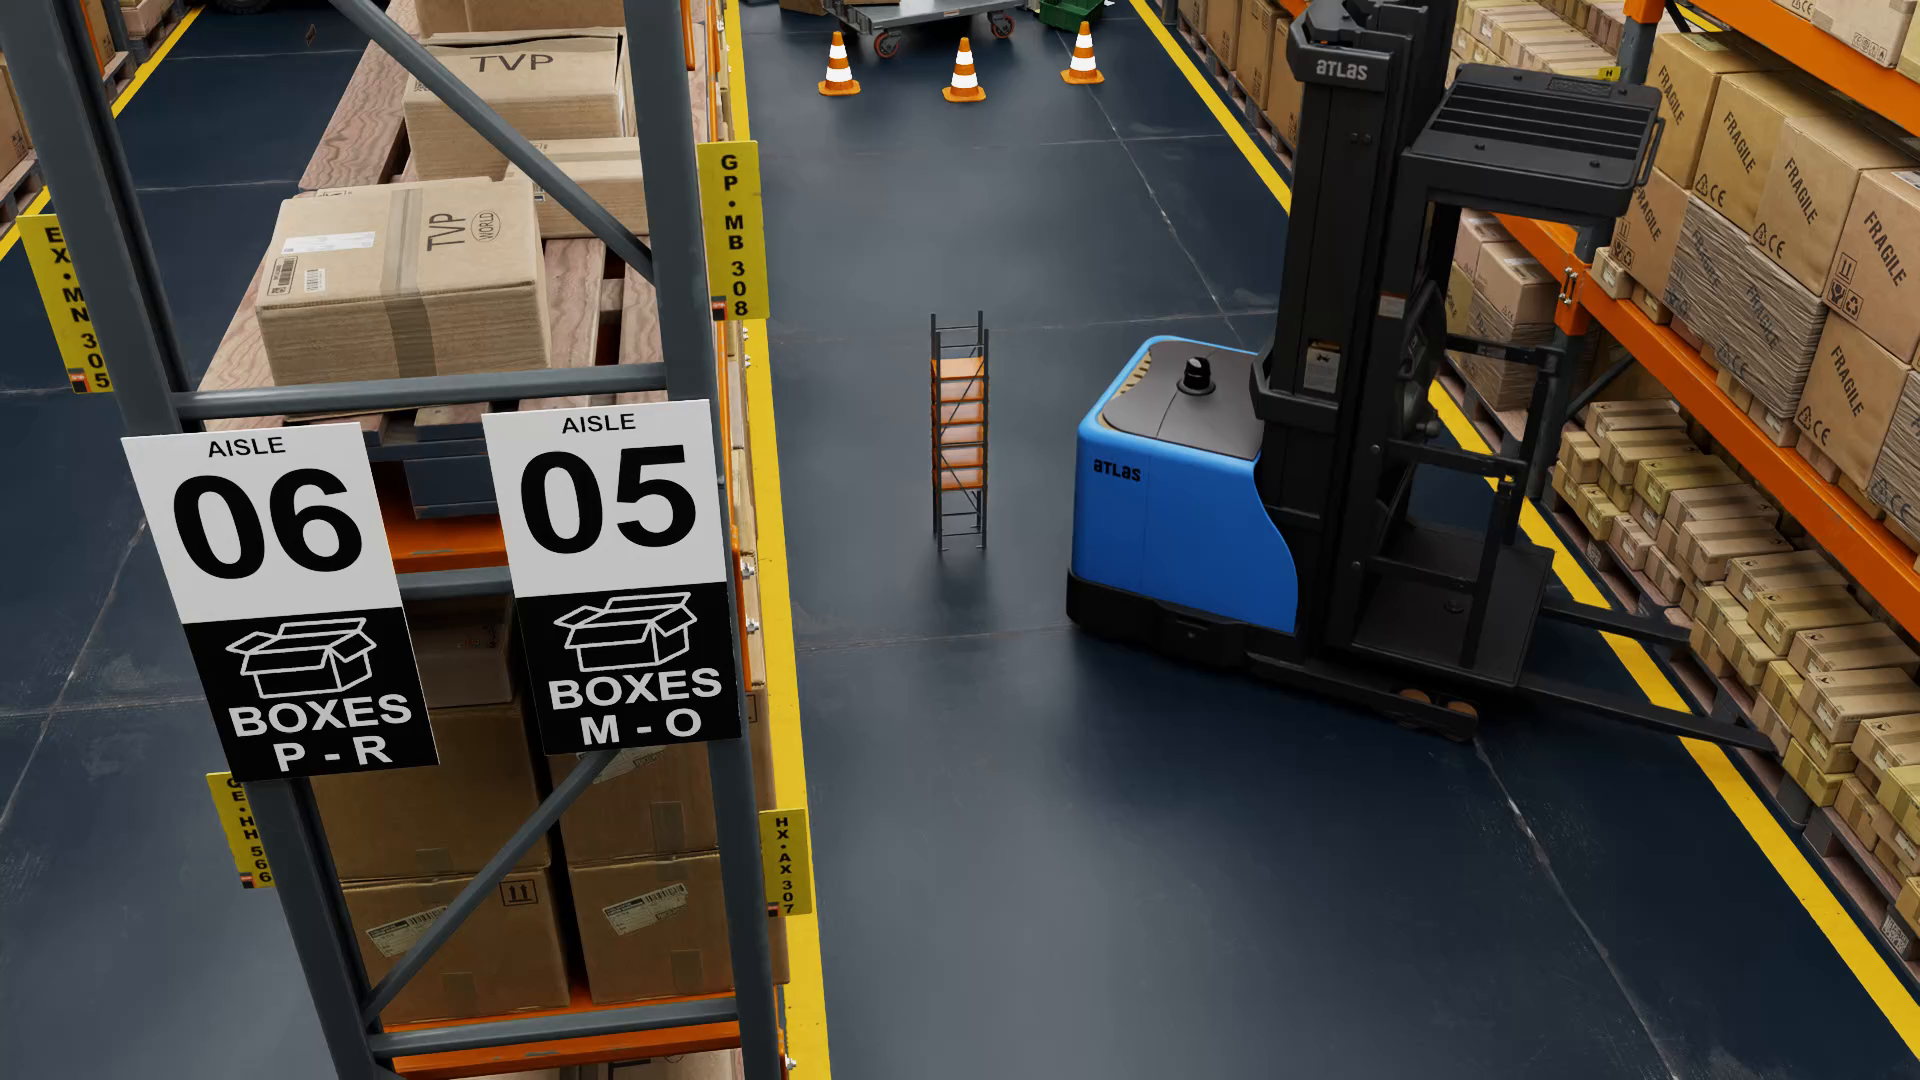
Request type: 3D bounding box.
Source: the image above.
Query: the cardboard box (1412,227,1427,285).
[{"bbox_3d":[2.934,-1.623,9.814,0.500,0.500,0.500,-5,35,-7],"label":"cardboard box"}]

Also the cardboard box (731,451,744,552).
[{"bbox_3d":[-0.737,-0.088,4.163,0.380,0.149,0.250,-3,34,-5],"label":"cardboard box"}]

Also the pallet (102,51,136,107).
[{"bbox_3d":[-7.331,-3.610,13.360,1.003,0.211,1.213,-4,35,-6],"label":"pallet"}]

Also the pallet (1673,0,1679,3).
[{"bbox_3d":[7.144,-5.519,16.161,1.003,0.211,1.213,-4,35,-6],"label":"pallet"}]

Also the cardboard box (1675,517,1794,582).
[{"bbox_3d":[3.330,0.039,7.160,0.380,0.149,0.250,-4,34,-5],"label":"cardboard box"}]

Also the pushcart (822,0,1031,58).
[{"bbox_3d":[-0.298,-4.665,14.761,1.648,0.377,0.936,-16,38,-23],"label":"pushcart"}]

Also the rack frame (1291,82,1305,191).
[{"bbox_3d":[2.879,-3.747,11.085,1.000,3.000,0.127,-4,35,-6],"label":"rack frame"}]

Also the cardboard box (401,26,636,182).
[{"bbox_3d":[-1.088,-1.109,4.167,0.500,0.311,0.500,-4,34,-6],"label":"cardboard box"}]

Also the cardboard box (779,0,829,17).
[{"bbox_3d":[-1.346,-5.217,15.460,0.500,0.500,0.500,20,39,26],"label":"cardboard box"}]

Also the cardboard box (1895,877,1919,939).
[{"bbox_3d":[3.543,1.308,5.826,0.380,0.149,0.250,-3,34,-5],"label":"cardboard box"}]

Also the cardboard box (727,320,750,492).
[{"bbox_3d":[-0.940,-0.449,5.268,0.500,0.500,0.500,-4,35,-6],"label":"cardboard box"}]

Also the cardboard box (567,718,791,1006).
[{"bbox_3d":[-0.717,0.817,4.299,0.500,0.500,0.500,-5,35,-7],"label":"cardboard box"}]

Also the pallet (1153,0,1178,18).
[{"bbox_3d":[2.316,-5.258,15.777,1.003,0.211,1.213,-4,35,-6],"label":"pallet"}]

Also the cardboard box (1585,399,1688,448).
[{"bbox_3d":[3.258,-0.549,8.022,0.380,0.149,0.250,-3,34,-4],"label":"cardboard box"}]

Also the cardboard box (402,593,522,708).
[{"bbox_3d":[-1.183,0.240,3.681,0.380,0.149,0.250,-4,34,-6],"label":"cardboard box"}]

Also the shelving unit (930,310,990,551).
[{"bbox_3d":[-0.002,-0.504,7.924,0.258,1.200,0.189,-4,35,-6],"label":"shelving unit"}]

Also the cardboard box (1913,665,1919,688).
[{"bbox_3d":[3.903,0.559,6.660,0.380,0.149,0.250,-3,34,-4],"label":"cardboard box"}]

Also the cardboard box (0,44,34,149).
[{"bbox_3d":[-7.187,-3.219,12.046,0.875,0.625,0.625,-6,35,-8],"label":"cardboard box"}]

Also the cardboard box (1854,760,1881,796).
[{"bbox_3d":[3.595,0.878,6.193,0.380,0.149,0.250,-5,35,-7],"label":"cardboard box"}]

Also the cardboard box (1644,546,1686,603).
[{"bbox_3d":[3.352,0.138,7.543,0.380,0.149,0.250,-5,35,-7],"label":"cardboard box"}]

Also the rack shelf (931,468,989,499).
[{"bbox_3d":[-0.002,-0.269,8.084,0.258,0.103,0.180,-4,35,-6],"label":"rack shelf"}]

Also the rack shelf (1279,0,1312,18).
[{"bbox_3d":[2.610,-4.566,12.926,1.077,0.370,4.000,-4,35,-6],"label":"rack shelf"}]

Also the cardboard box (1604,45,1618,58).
[{"bbox_3d":[3.674,-2.547,8.909,0.380,0.149,0.250,-3,34,-4],"label":"cardboard box"}]

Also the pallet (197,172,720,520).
[{"bbox_3d":[-1.047,-0.468,3.688,1.003,0.211,1.213,-4,35,-6],"label":"pallet"}]

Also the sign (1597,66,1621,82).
[{"bbox_3d":[2.868,-1.950,7.419,0.100,0.325,0.005,-4,35,-6],"label":"sign"}]

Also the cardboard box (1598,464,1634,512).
[{"bbox_3d":[3.272,-0.273,7.881,0.380,0.149,0.250,-4,34,-6],"label":"cardboard box"}]

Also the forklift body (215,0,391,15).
[{"bbox_3d":[-5.944,-6.132,15.338,2.313,2.155,1.214,-4,35,-6],"label":"forklift body"}]

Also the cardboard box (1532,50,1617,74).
[{"bbox_3d":[3.100,-2.334,8.334,0.380,0.149,0.250,-5,35,-8],"label":"cardboard box"}]

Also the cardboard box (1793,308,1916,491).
[{"bbox_3d":[3.441,-0.528,6.008,0.500,0.500,0.500,-3,34,-4],"label":"cardboard box"}]

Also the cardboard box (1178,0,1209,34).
[{"bbox_3d":[2.514,-4.884,14.378,1.050,0.750,0.750,-5,35,-7],"label":"cardboard box"}]

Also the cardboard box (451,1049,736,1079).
[{"bbox_3d":[-1.124,1.673,5.034,0.875,0.438,0.875,-5,35,-8],"label":"cardboard box"}]

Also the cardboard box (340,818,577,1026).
[{"bbox_3d":[-1.264,0.858,4.239,0.500,0.500,0.500,-4,34,-6],"label":"cardboard box"}]

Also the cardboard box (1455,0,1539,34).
[{"bbox_3d":[2.957,-2.918,9.190,0.380,0.149,0.250,-5,35,-7],"label":"cardboard box"}]

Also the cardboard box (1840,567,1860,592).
[{"bbox_3d":[3.971,0.144,7.005,0.380,0.149,0.250,-6,35,-8],"label":"cardboard box"}]

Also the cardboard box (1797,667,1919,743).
[{"bbox_3d":[3.432,0.625,6.300,0.380,0.149,0.250,-3,34,-5],"label":"cardboard box"}]

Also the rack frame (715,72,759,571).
[{"bbox_3d":[-1.474,-1.084,7.177,1.000,3.000,0.127,-4,35,-6],"label":"rack frame"}]

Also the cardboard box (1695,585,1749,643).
[{"bbox_3d":[3.358,0.312,7.023,0.380,0.149,0.250,-5,35,-7],"label":"cardboard box"}]

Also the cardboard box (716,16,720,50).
[{"bbox_3d":[-1.345,-2.088,7.673,0.500,0.500,0.500,-5,35,-7],"label":"cardboard box"}]

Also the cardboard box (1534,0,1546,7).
[{"bbox_3d":[3.537,-3.125,9.758,0.380,0.149,0.250,-5,35,-7],"label":"cardboard box"}]

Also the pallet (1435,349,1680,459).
[{"bbox_3d":[3.311,-0.797,9.233,1.003,0.211,1.213,-4,35,-6],"label":"pallet"}]

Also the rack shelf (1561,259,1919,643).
[{"bbox_3d":[3.686,-0.102,6.375,1.077,0.370,4.000,-4,35,-6],"label":"rack shelf"}]

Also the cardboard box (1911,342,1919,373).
[{"bbox_3d":[3.500,-0.669,5.328,0.500,0.500,0.500,-3,34,-4],"label":"cardboard box"}]

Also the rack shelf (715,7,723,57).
[{"bbox_3d":[-1.743,-3.142,8.173,1.077,0.370,4.000,-4,35,-6],"label":"rack shelf"}]

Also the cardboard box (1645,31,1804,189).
[{"bbox_3d":[3.236,-1.823,7.020,0.500,0.500,0.500,-4,34,-5],"label":"cardboard box"}]

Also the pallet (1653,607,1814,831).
[{"bbox_3d":[3.710,0.691,7.048,1.003,0.211,1.213,-4,35,-6],"label":"pallet"}]

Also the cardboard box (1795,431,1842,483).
[{"bbox_3d":[3.438,-0.351,6.325,0.380,0.149,0.250,-3,34,-5],"label":"cardboard box"}]

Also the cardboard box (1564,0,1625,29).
[{"bbox_3d":[3.605,-2.957,9.248,0.380,0.149,0.250,-3,34,-5],"label":"cardboard box"}]

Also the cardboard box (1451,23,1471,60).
[{"bbox_3d":[2.960,-2.786,9.261,0.380,0.149,0.250,-3,34,-5],"label":"cardboard box"}]

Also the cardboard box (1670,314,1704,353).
[{"bbox_3d":[3.327,-0.945,7.197,0.380,0.149,0.250,-6,35,-8],"label":"cardboard box"}]

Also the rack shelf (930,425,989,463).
[{"bbox_3d":[-0.002,-0.467,7.949,0.258,0.103,0.180,-4,35,-6],"label":"rack shelf"}]

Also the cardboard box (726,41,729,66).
[{"bbox_3d":[-1.603,-2.708,9.693,0.500,0.250,0.500,-4,34,-6],"label":"cardboard box"}]

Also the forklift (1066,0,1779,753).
[{"bbox_3d":[2.048,-0.707,6.685,3.031,2.935,1.130,14,37,20],"label":"forklift"}]

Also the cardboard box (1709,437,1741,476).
[{"bbox_3d":[3.796,-0.438,7.860,0.380,0.149,0.250,-4,34,-6],"label":"cardboard box"}]

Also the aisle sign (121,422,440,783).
[{"bbox_3d":[-1.234,0.137,3.076,0.394,0.787,0.004,-4,35,-6],"label":"aisle sign"}]

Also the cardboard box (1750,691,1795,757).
[{"bbox_3d":[3.433,0.725,6.681,0.380,0.149,0.250,-4,34,-5],"label":"cardboard box"}]
